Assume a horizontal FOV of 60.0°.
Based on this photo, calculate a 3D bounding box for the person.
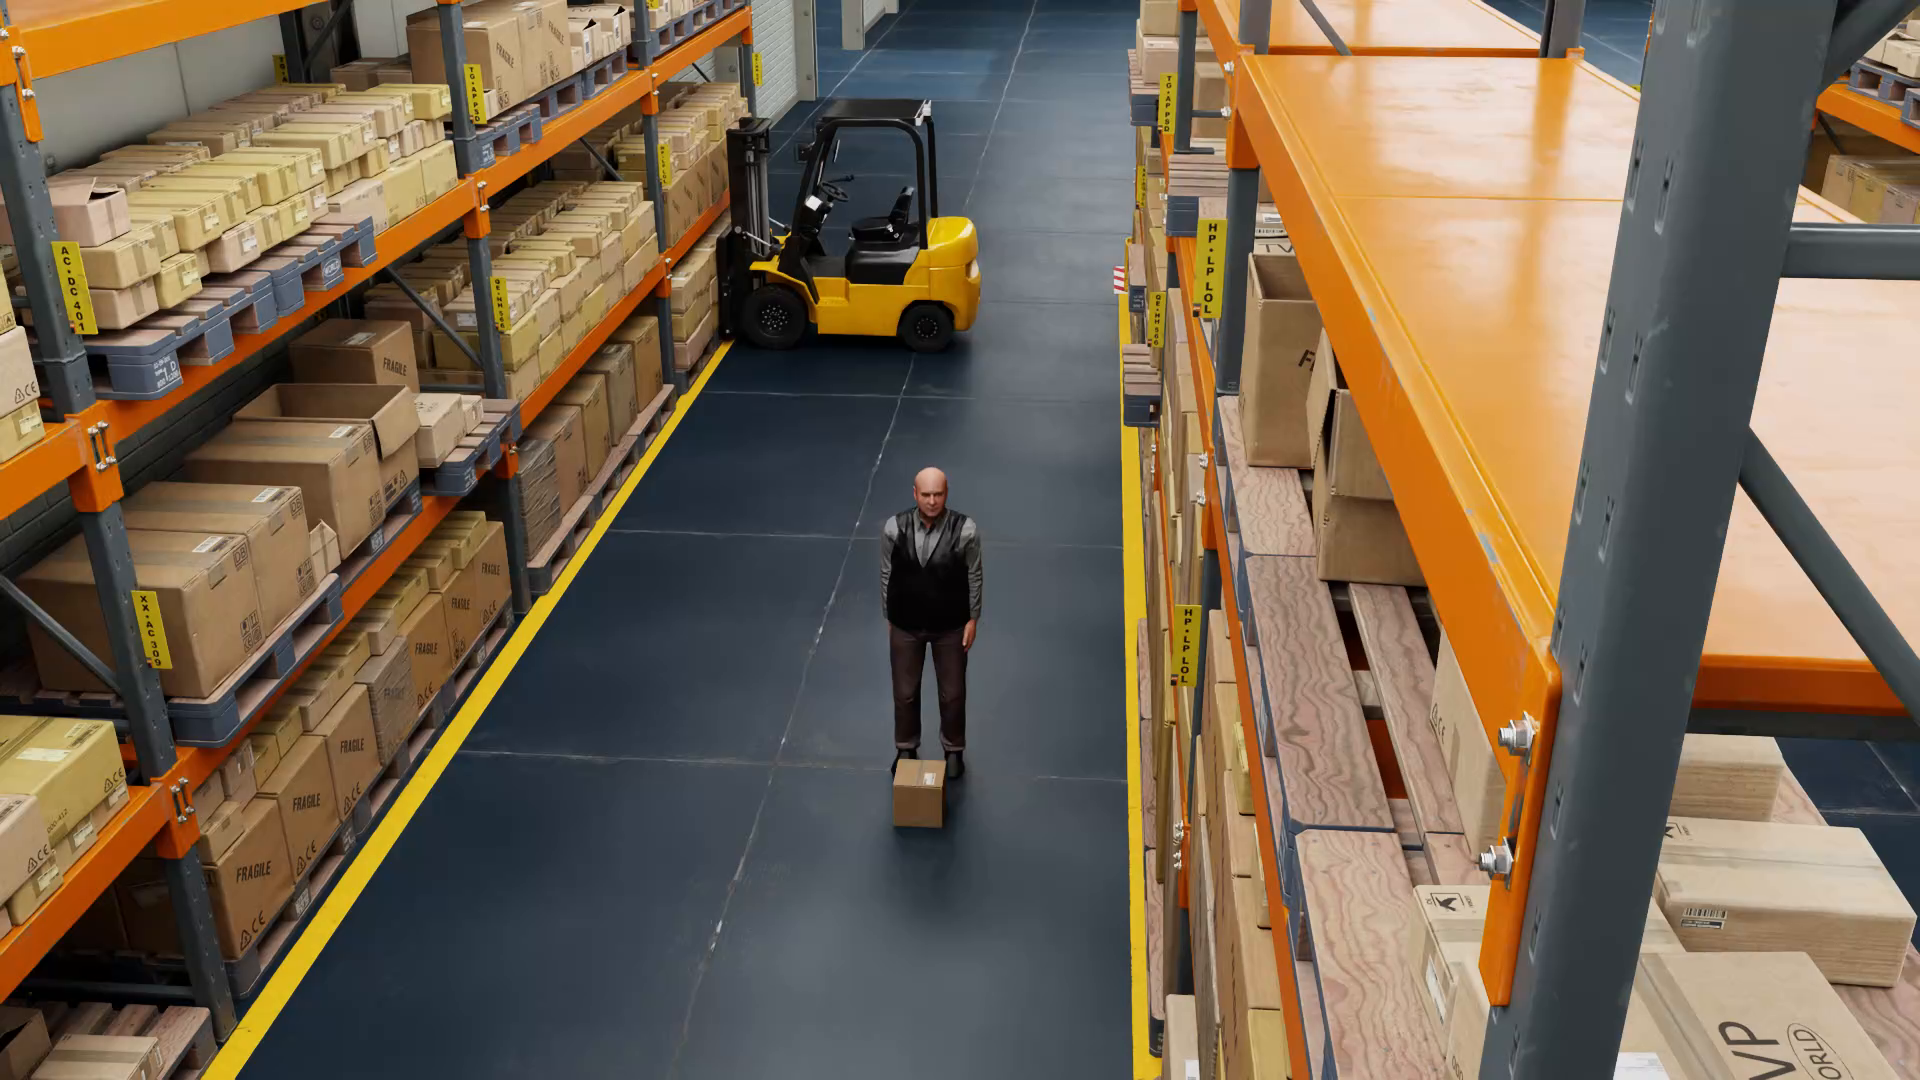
[{"bbox_3d":[-0.147,0.447,8.672,0.531,1.732,0.359,2,24,5],"label":"person"}]
